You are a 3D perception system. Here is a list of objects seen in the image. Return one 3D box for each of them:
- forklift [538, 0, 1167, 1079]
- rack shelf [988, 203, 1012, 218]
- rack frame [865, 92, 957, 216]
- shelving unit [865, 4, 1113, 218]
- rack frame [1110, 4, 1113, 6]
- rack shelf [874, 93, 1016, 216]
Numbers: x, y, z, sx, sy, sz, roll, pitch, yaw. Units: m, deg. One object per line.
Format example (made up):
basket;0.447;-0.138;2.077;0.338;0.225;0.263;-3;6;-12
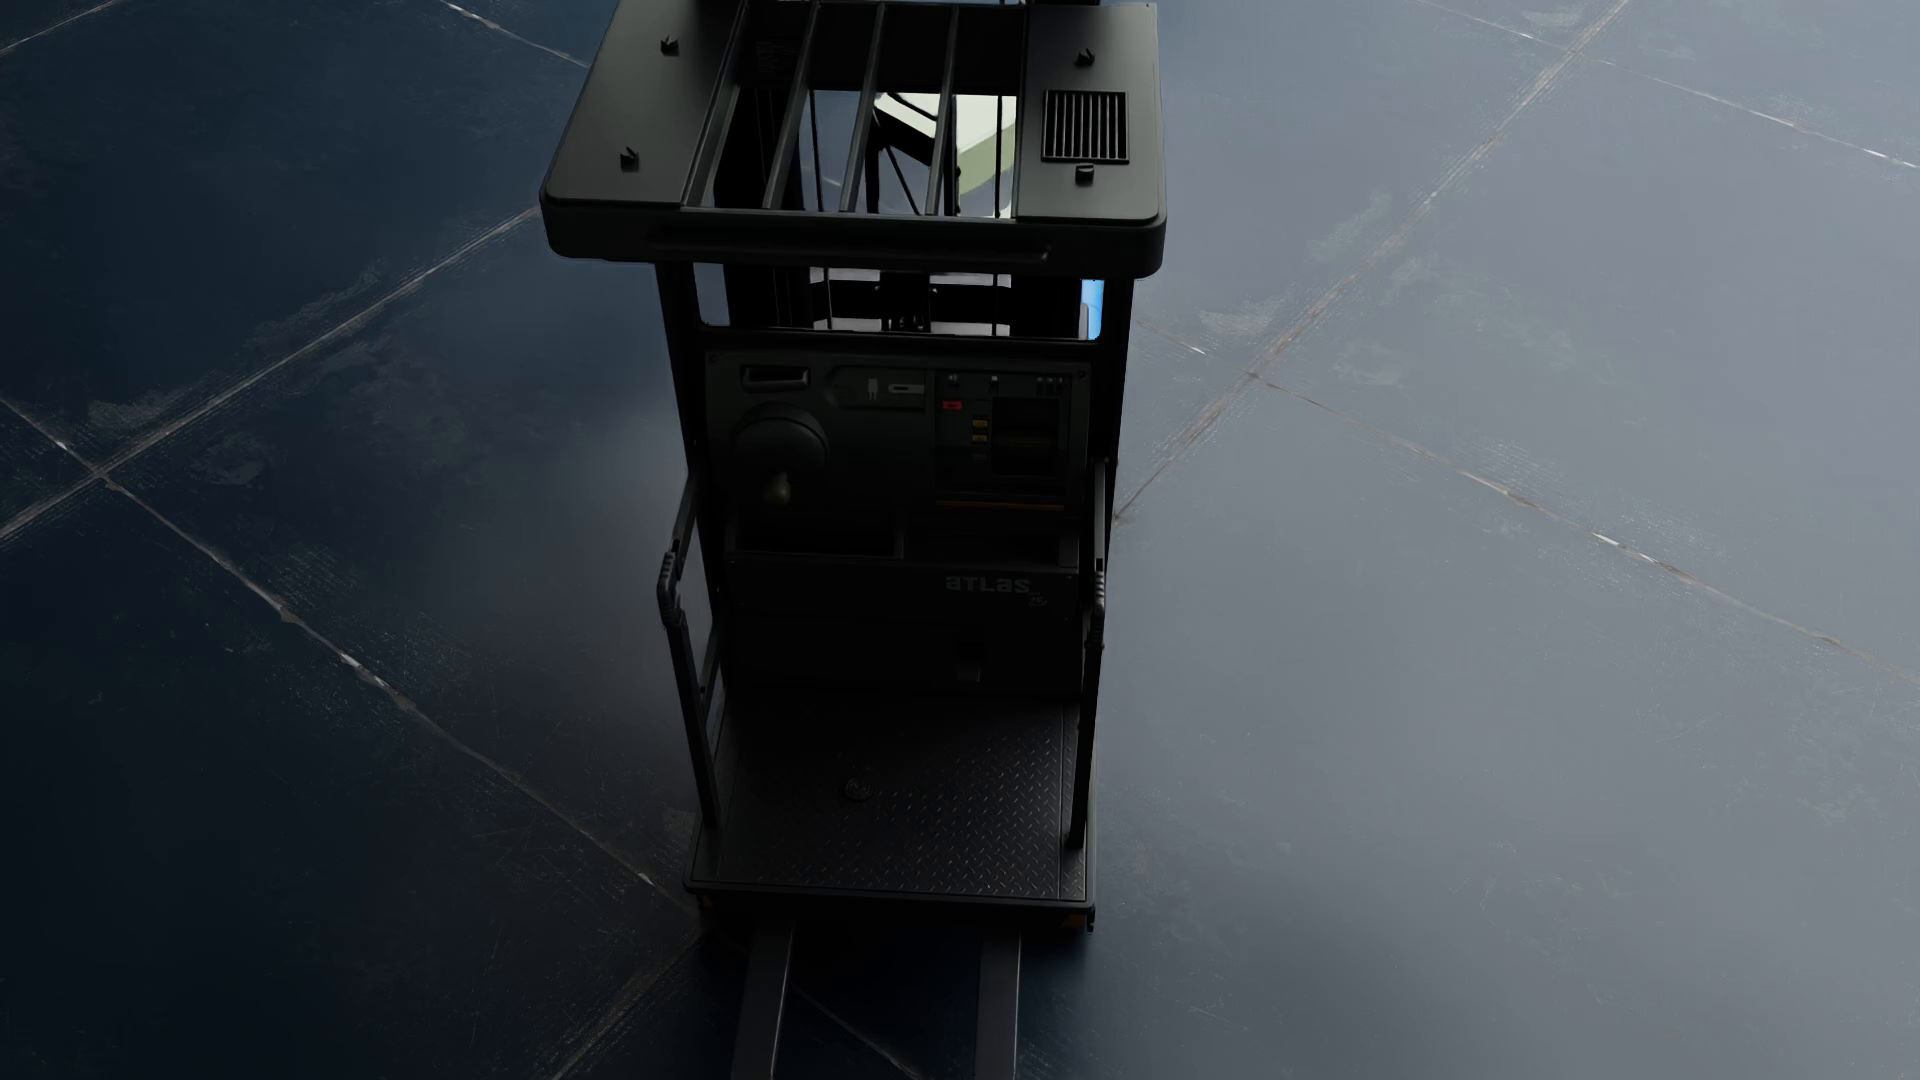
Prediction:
forklift;-0.163;-0.171;3.887;1.130;2.935;3.031;3;46;2
rack shelf;0.098;-0.858;5.983;0.431;0.370;0.720;35;56;29
rack frame;-0.159;-0.894;5.567;0.400;1.500;0.023;35;56;29
shelving unit;0.098;-1.083;5.747;0.431;1.500;0.755;35;56;29
rack frame;0.355;-1.271;5.927;0.400;1.500;0.023;35;56;29
rack shelf;0.098;-1.352;5.465;0.431;0.370;0.720;35;56;29
